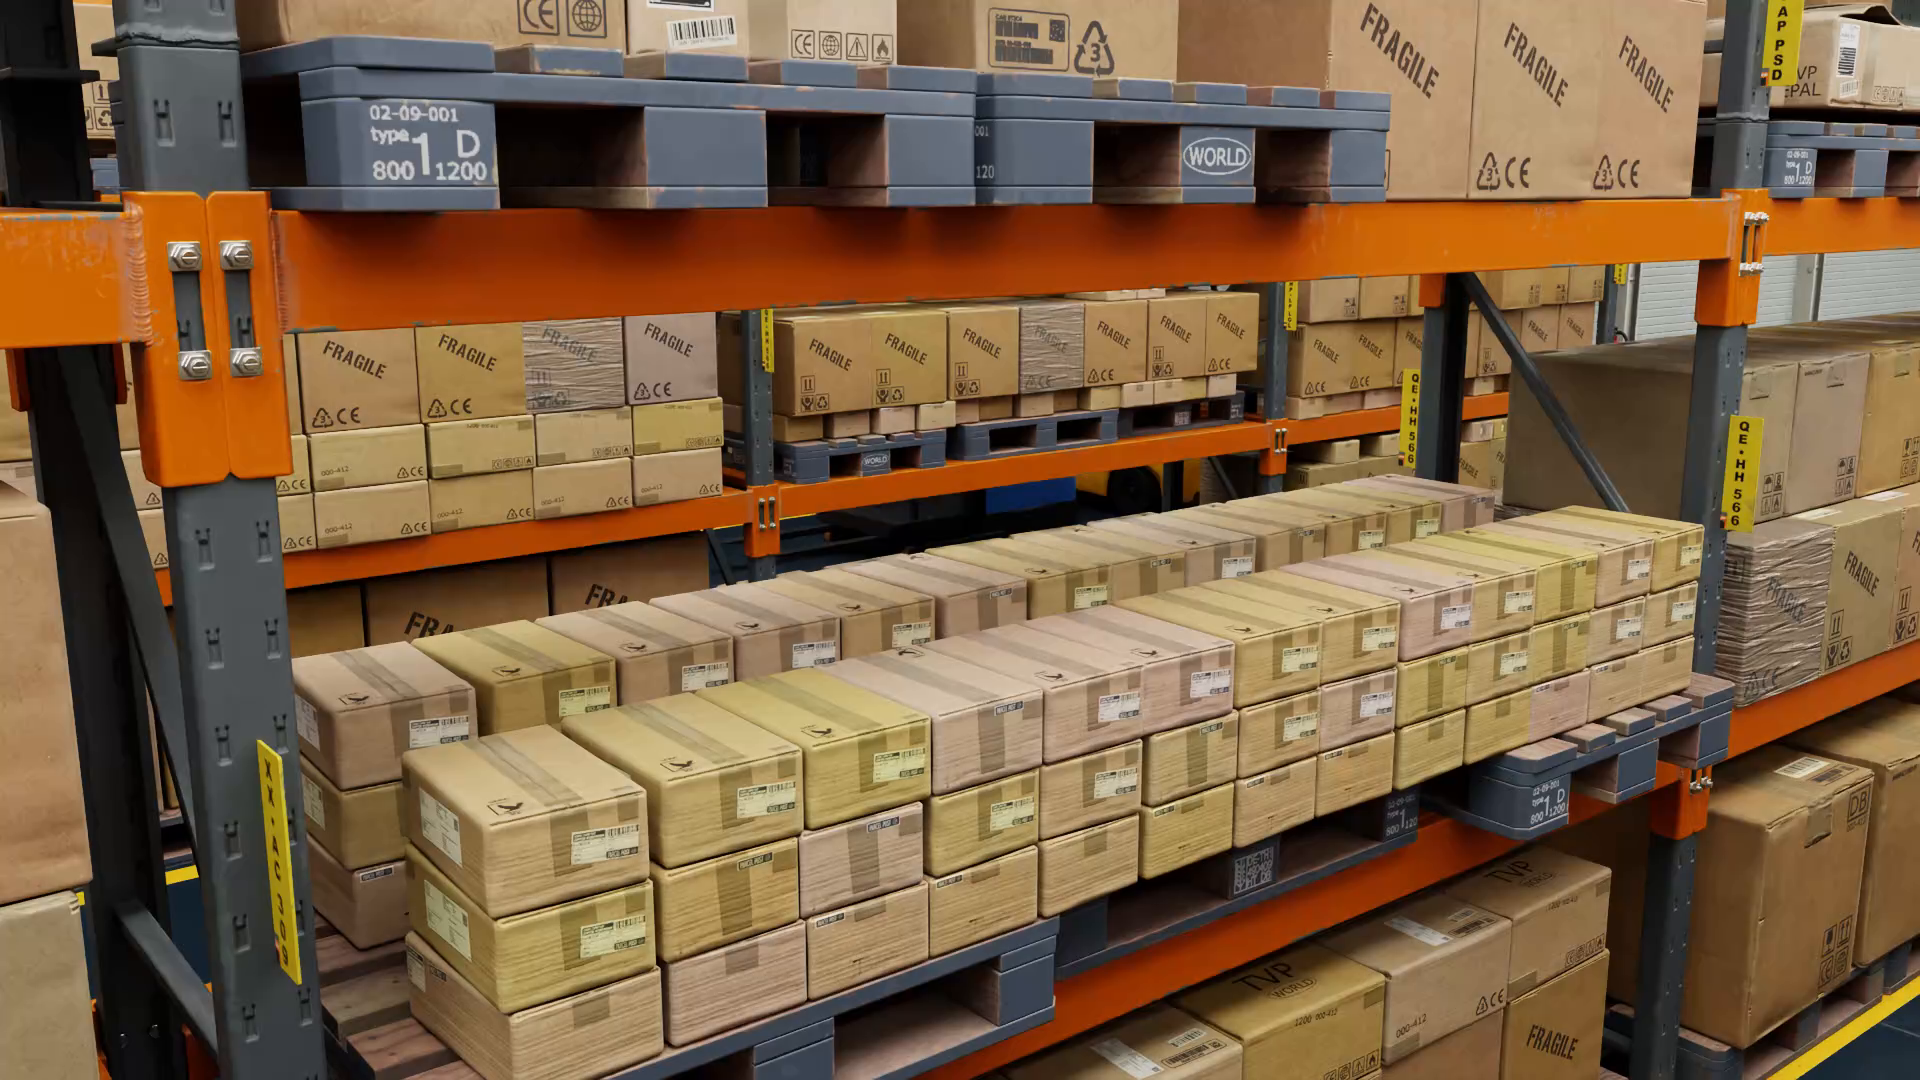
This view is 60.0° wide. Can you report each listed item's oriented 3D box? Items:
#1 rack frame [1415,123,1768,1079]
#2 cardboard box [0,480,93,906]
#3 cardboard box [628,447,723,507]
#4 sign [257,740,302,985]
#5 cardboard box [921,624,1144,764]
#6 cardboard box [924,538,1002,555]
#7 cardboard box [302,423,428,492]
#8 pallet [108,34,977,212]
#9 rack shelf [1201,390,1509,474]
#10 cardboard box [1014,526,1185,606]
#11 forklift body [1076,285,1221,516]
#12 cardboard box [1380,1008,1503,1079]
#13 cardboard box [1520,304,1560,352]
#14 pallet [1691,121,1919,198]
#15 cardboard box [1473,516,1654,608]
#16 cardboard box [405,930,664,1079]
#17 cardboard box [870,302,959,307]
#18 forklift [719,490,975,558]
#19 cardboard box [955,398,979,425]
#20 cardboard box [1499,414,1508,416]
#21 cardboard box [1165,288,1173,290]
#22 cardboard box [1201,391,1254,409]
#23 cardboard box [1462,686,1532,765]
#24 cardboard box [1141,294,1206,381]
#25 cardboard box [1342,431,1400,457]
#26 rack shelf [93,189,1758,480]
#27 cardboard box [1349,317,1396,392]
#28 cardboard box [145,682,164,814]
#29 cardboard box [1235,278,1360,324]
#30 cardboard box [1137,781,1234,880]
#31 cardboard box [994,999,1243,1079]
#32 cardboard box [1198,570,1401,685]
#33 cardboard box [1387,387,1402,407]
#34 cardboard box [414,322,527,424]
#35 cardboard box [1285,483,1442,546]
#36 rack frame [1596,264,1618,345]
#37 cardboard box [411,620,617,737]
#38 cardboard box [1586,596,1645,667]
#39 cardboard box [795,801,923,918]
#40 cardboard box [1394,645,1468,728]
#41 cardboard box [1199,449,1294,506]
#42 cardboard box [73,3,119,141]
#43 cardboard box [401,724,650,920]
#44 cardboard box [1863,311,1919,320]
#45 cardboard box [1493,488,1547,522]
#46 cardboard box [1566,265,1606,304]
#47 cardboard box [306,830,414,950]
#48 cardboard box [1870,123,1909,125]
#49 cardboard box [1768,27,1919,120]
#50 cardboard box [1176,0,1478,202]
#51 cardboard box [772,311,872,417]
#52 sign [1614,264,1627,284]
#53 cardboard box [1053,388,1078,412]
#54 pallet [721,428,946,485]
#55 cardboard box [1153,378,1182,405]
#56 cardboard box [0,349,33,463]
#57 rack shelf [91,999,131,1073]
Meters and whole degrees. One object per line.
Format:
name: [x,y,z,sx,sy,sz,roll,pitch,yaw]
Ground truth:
rack frame: [1.852,0.255,5.205,0.127,3.000,1.000,-9,15,-38]
cardboard box: [-1.470,0.196,2.122,0.500,0.500,0.500,-10,16,-40]
cardboard box: [-1.552,-0.353,8.433,0.500,0.250,0.500,-10,16,-40]
sign: [-0.927,0.438,2.261,0.005,0.325,0.100,-9,15,-38]
cardboard box: [0.135,0.289,3.208,0.250,0.149,0.380,-10,15,-38]
cardboard box: [0.295,0.279,10.407,0.625,0.372,0.950,-9,15,-36]
cardboard box: [-2.729,-0.397,7.436,0.500,0.250,0.500,-10,16,-39]
pallet: [-0.723,-0.664,2.765,1.003,0.211,1.213,-9,15,-38]
rack shelf: [3.366,-0.961,12.666,4.000,0.370,1.077,-9,15,-38]
cardboard box: [0.345,0.081,4.187,0.250,0.149,0.380,-9,15,-36]
forklift body: [1.483,-1.420,15.138,1.214,2.155,2.313,-9,15,-38]
cardboard box: [1.093,1.467,4.505,0.500,0.500,0.500,-9,15,-35]
cardboard box: [4.282,-1.588,12.927,0.500,0.500,0.500,-9,15,-38]
pallet: [2.321,-1.212,5.347,1.003,0.211,1.213,-9,15,-35]
cardboard box: [1.558,0.052,4.324,0.250,0.149,0.380,-10,15,-38]
cardboard box: [-0.677,0.715,2.633,0.250,0.149,0.380,-10,16,-40]
cardboard box: [-0.348,-1.173,9.963,0.500,0.500,0.500,-11,16,-41]
forklift: [-0.475,-1.350,12.929,3.031,2.935,1.121,-10,16,-40]
cardboard box: [-0.098,-0.765,9.602,0.250,0.149,0.380,-8,15,-34]
cardboard box: [4.220,-0.912,12.945,0.250,0.149,0.380,-9,15,-36]
cardboard box: [1.216,-1.767,11.199,0.250,0.149,0.380,-10,15,-38]
cardboard box: [1.864,-1.022,11.824,0.250,0.149,0.380,-10,15,-38]
cardboard box: [1.161,0.408,4.078,0.250,0.149,0.380,-10,15,-38]
cardboard box: [1.200,-1.292,10.522,0.500,0.500,0.500,-9,15,-37]
cardboard box: [2.969,-0.704,11.966,0.250,0.149,0.380,-9,15,-35]
rack shelf: [0.290,-0.601,3.746,4.000,0.370,1.077,-9,15,-38]
cardboard box: [2.699,-1.329,11.708,0.500,0.500,0.500,-10,15,-38]
cardboard box: [-4.009,0.725,7.097,0.875,0.875,0.875,-9,15,-36]
cardboard box: [2.283,-1.759,11.327,0.500,0.500,0.700,-10,15,-38]
cardboard box: [0.340,0.545,3.435,0.250,0.149,0.380,-10,15,-39]
cardboard box: [0.286,1.237,3.784,0.500,0.250,0.500,-9,15,-36]
cardboard box: [0.744,0.187,3.688,0.250,0.149,0.380,-9,15,-35]
cardboard box: [3.007,-1.066,12.033,0.250,0.149,0.380,-10,15,-38]
cardboard box: [-2.347,-0.832,7.676,0.500,0.500,0.500,-9,15,-38]
cardboard box: [1.162,-0.054,4.825,0.250,0.149,0.380,-10,16,-39]
rack frame: [4.927,-1.573,13.813,0.127,3.000,1.000,-9,15,-38]
cardboard box: [-0.871,0.282,3.241,0.250,0.149,0.380,-10,16,-39]
cardboard box: [1.543,0.200,4.343,0.250,0.149,0.380,-9,15,-36]
cardboard box: [-0.274,0.502,2.920,0.250,0.149,0.380,-9,15,-36]
cardboard box: [0.948,0.299,3.877,0.250,0.149,0.380,-10,15,-38]
cardboard box: [2.098,-0.401,12.099,0.500,0.500,0.500,-10,15,-38]
cardboard box: [-3.574,-1.804,6.431,0.500,0.500,0.500,-10,15,-39]
cardboard box: [-0.677,0.424,2.571,0.250,0.149,0.380,-8,15,-35]
cardboard box: [4.191,-0.669,6.911,0.500,0.500,0.700,-10,15,-39]
cardboard box: [2.036,0.104,5.675,0.500,0.500,0.500,-9,15,-38]
cardboard box: [4.665,-2.154,13.189,0.500,0.500,0.700,-10,16,-39]
cardboard box: [-1.085,0.608,3.137,0.250,0.149,0.380,-10,15,-39]
cardboard box: [3.382,-1.711,6.316,0.258,0.266,0.396,-9,15,-38]
cardboard box: [2.946,-1.516,5.436,0.500,0.250,0.500,-9,15,-36]
cardboard box: [0.789,-1.014,3.722,0.500,0.500,0.500,-9,15,-38]
cardboard box: [-0.824,-0.955,8.938,0.500,0.500,0.500,-10,16,-39]
sign: [5.258,-2.201,13.224,0.005,0.325,0.100,-9,15,-38]
cardboard box: [0.499,-0.877,10.131,0.250,0.149,0.380,-10,16,-40]
pallet: [-0.830,-0.550,9.461,1.003,0.211,1.213,-9,15,-38]
cardboard box: [1.179,-0.954,10.493,0.250,0.149,0.380,-10,15,-39]
cardboard box: [-3.920,-0.564,6.415,0.500,0.500,0.500,-9,15,-37]
rack shelf: [-2.833,1.386,1.613,4.000,0.370,1.077,-9,15,-38]
